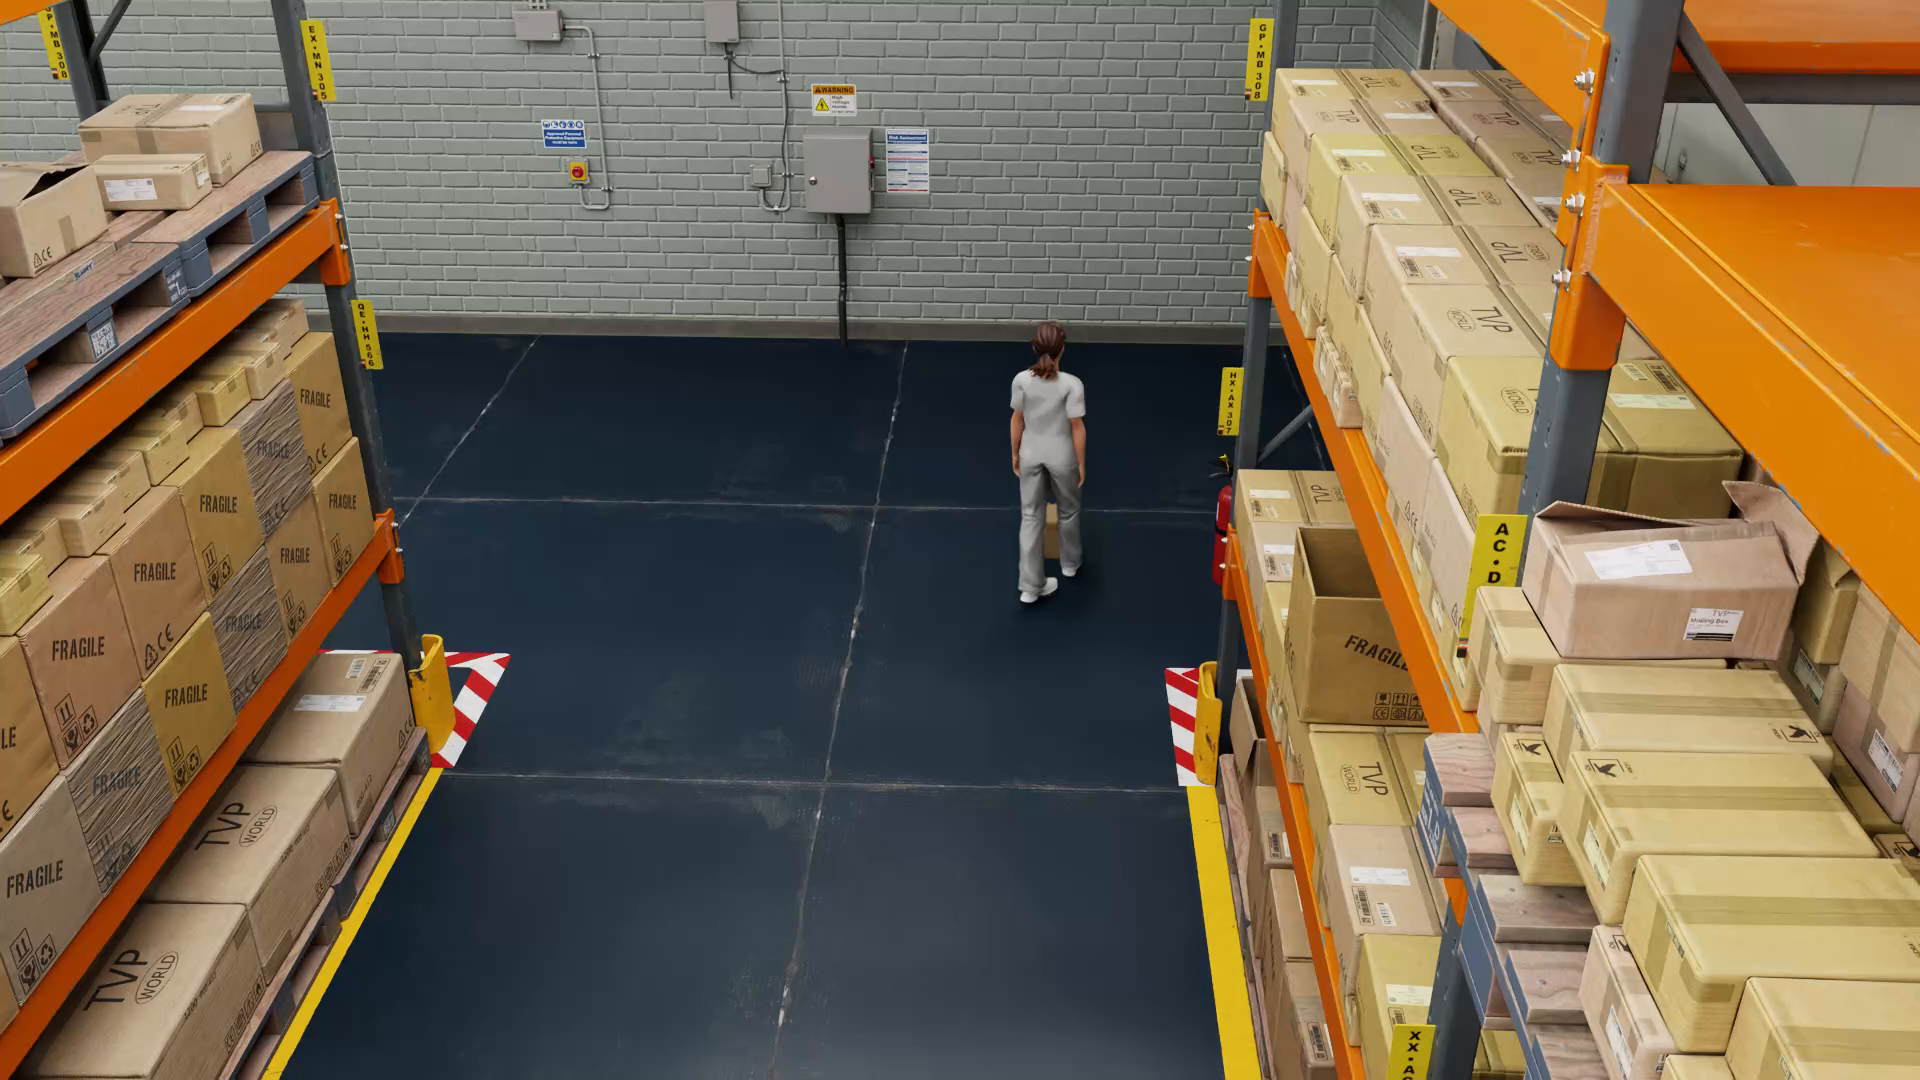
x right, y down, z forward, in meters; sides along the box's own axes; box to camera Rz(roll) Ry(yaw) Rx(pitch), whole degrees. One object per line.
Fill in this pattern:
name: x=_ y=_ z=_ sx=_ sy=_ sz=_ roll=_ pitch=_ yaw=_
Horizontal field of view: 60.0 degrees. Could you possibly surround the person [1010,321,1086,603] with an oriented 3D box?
person: x=0.537 y=-0.499 z=9.554 sx=0.450 sy=1.662 sz=0.691 roll=9 pitch=29 yaw=16
